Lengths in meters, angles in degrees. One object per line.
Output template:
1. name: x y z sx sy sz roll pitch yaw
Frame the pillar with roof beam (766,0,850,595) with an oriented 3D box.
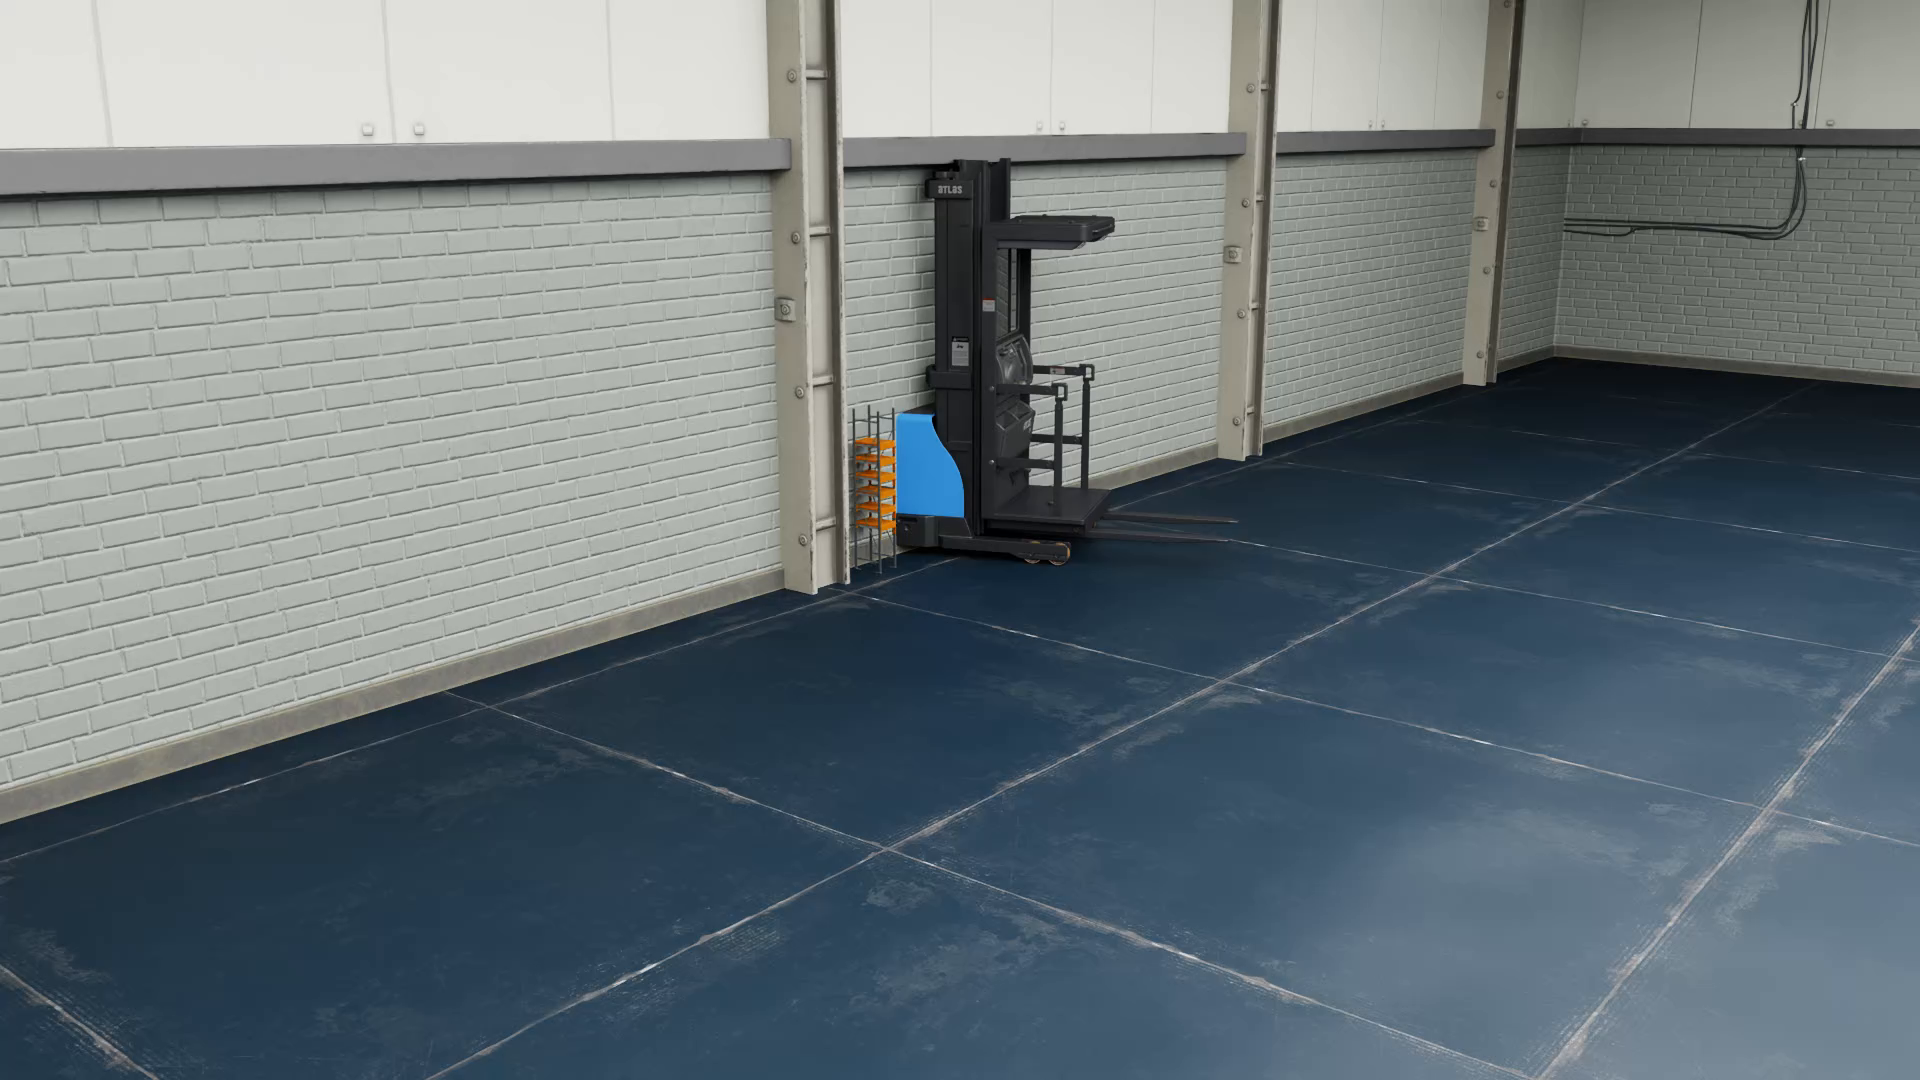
1. pillar with roof beam: 2.322 -3.374 8.129 9.100 9.000 0.400 11 18 38

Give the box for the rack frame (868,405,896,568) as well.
1. rack frame: -0.573 -0.389 12.217 0.240 1.200 0.006 9 17 33

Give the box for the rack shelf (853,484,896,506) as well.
1. rack shelf: -0.624 -0.327 12.155 0.258 0.103 0.180 9 17 33

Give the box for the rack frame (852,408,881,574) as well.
1. rack frame: -0.675 -0.352 12.071 0.240 1.200 0.006 9 17 33

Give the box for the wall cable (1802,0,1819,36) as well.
1. wall cable: 11.500 -7.222 19.326 3.097 2.526 0.112 11 18 38

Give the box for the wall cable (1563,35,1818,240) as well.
1. wall cable: 9.396 -5.193 21.596 3.097 2.526 0.112 11 18 38

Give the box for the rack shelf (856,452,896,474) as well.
1. rack shelf: -0.624 -0.560 12.096 0.258 0.103 0.180 9 17 33

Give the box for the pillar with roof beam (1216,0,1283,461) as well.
1. pillar with roof beam: 6.093 -4.523 12.653 9.100 9.000 0.400 11 18 38

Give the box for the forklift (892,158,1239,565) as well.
1. forklift: 0.602 -1.378 12.596 3.031 2.935 1.130 4 15 15

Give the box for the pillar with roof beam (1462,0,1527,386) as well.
1. pillar with roof beam: 9.865 -5.673 17.176 9.100 9.000 0.400 11 18 38

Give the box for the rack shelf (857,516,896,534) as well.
1. rack shelf: -0.624 -0.095 12.214 0.258 0.103 0.180 9 17 33

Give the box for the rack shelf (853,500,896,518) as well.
1. rack shelf: -0.624 -0.211 12.184 0.258 0.103 0.180 9 17 33

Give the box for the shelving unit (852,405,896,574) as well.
1. shelving unit: -0.624 -0.370 12.144 0.258 1.200 0.189 9 17 33

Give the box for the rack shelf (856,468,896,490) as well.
1. rack shelf: -0.624 -0.444 12.125 0.258 0.103 0.180 9 17 33

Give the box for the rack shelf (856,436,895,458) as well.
1. rack shelf: -0.624 -0.676 12.066 0.258 0.103 0.180 9 17 33
